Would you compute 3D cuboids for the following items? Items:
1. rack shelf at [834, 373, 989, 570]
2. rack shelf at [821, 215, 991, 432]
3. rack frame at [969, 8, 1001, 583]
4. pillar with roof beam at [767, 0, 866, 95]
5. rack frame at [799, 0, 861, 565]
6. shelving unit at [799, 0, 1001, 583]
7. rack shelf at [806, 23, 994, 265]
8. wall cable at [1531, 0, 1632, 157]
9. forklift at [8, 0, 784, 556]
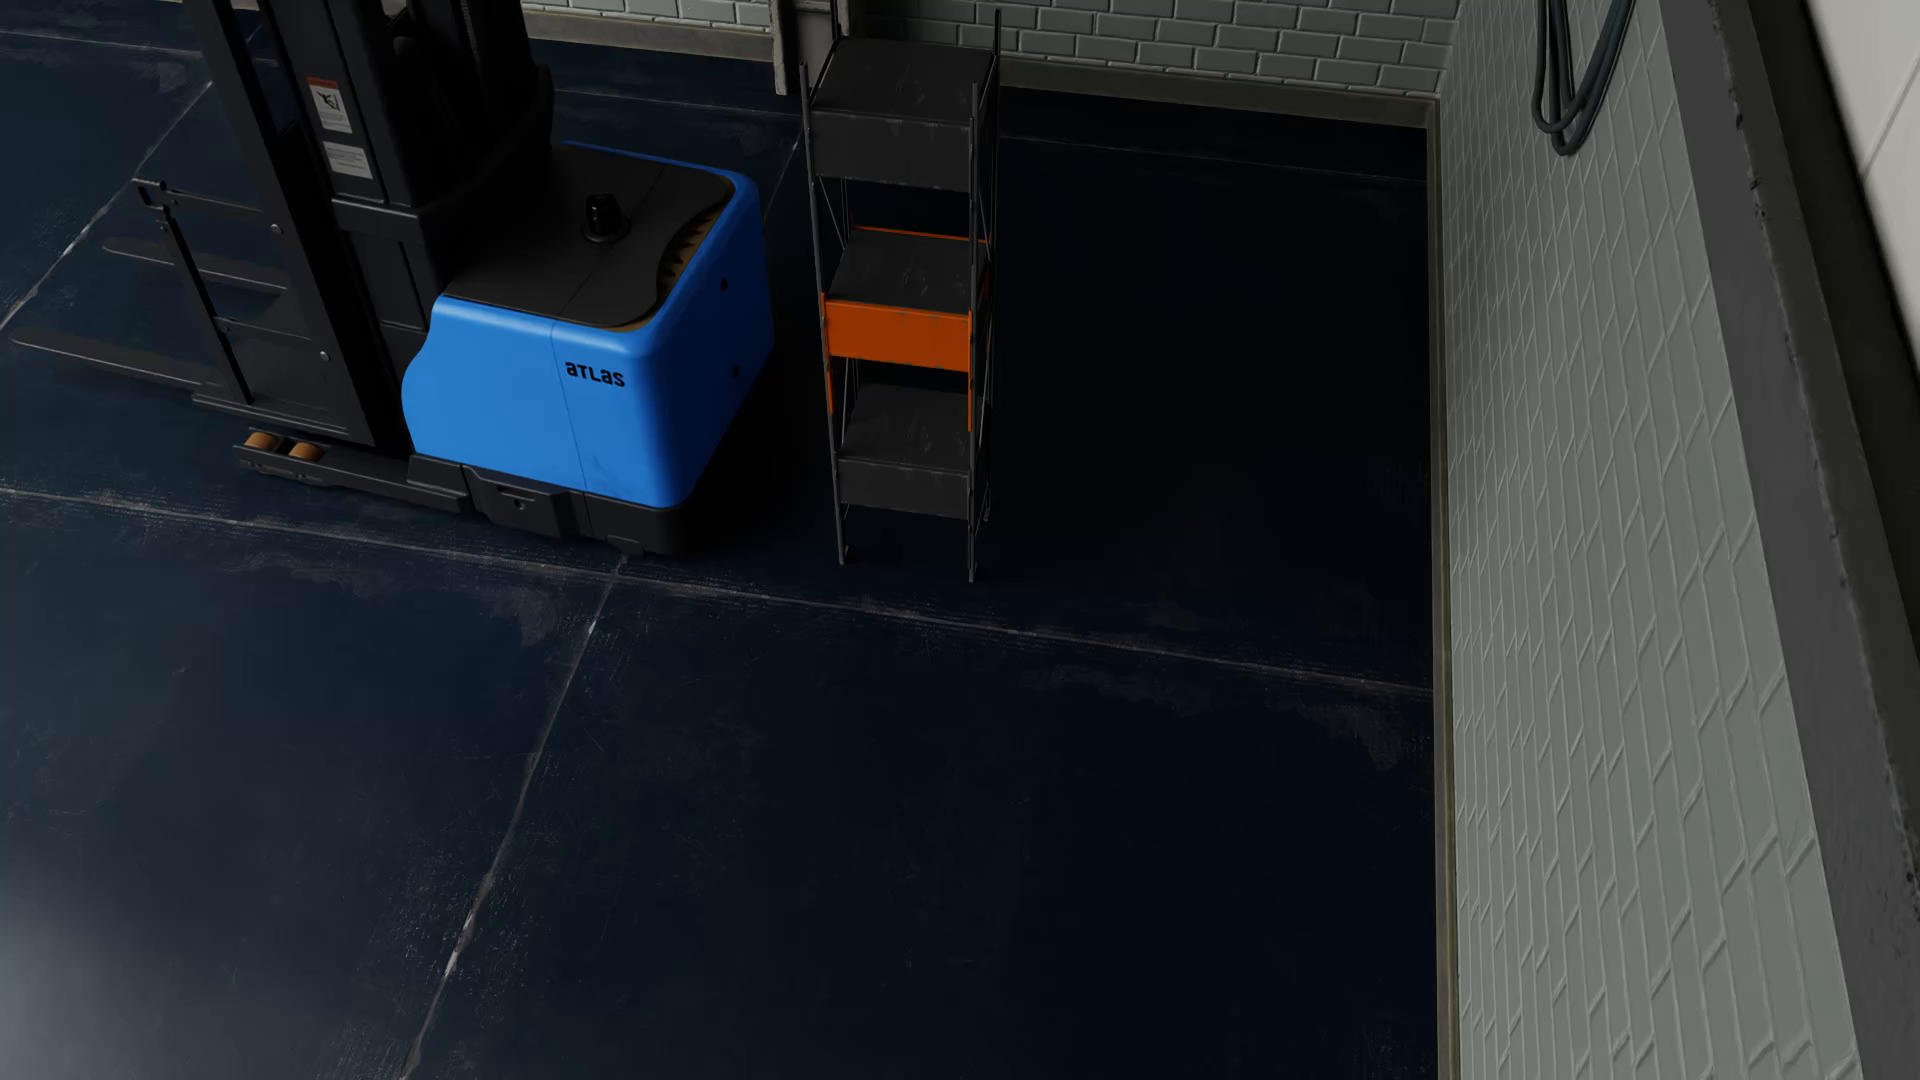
[{"bbox_3d":[-0.163,-0.247,6.019,0.480,0.518,0.431,8,49,7],"label":"rack shelf"},{"bbox_3d":[-0.163,-0.715,5.499,0.480,0.518,0.431,8,49,7],"label":"rack shelf"},{"bbox_3d":[0.077,-0.691,5.460,0.015,2.100,0.400,8,49,7],"label":"rack frame"},{"bbox_3d":[-1.454,-2.152,2.134,0.400,9.000,9.100,8,49,7],"label":"pillar with roof beam"},{"bbox_3d":[-0.403,-0.756,5.518,0.015,2.100,0.400,8,49,7],"label":"rack frame"},{"bbox_3d":[-0.163,-0.724,5.489,0.503,2.100,0.431,8,49,7],"label":"shelving unit"},{"bbox_3d":[-0.163,-1.182,4.978,0.480,0.518,0.431,8,49,7],"label":"rack shelf"},{"bbox_3d":[1.976,-2.907,4.900,0.112,2.526,3.097,8,49,7],"label":"wall cable"},{"bbox_3d":[-2.286,-1.556,5.678,3.031,2.935,1.130,13,49,11],"label":"forklift"}]
